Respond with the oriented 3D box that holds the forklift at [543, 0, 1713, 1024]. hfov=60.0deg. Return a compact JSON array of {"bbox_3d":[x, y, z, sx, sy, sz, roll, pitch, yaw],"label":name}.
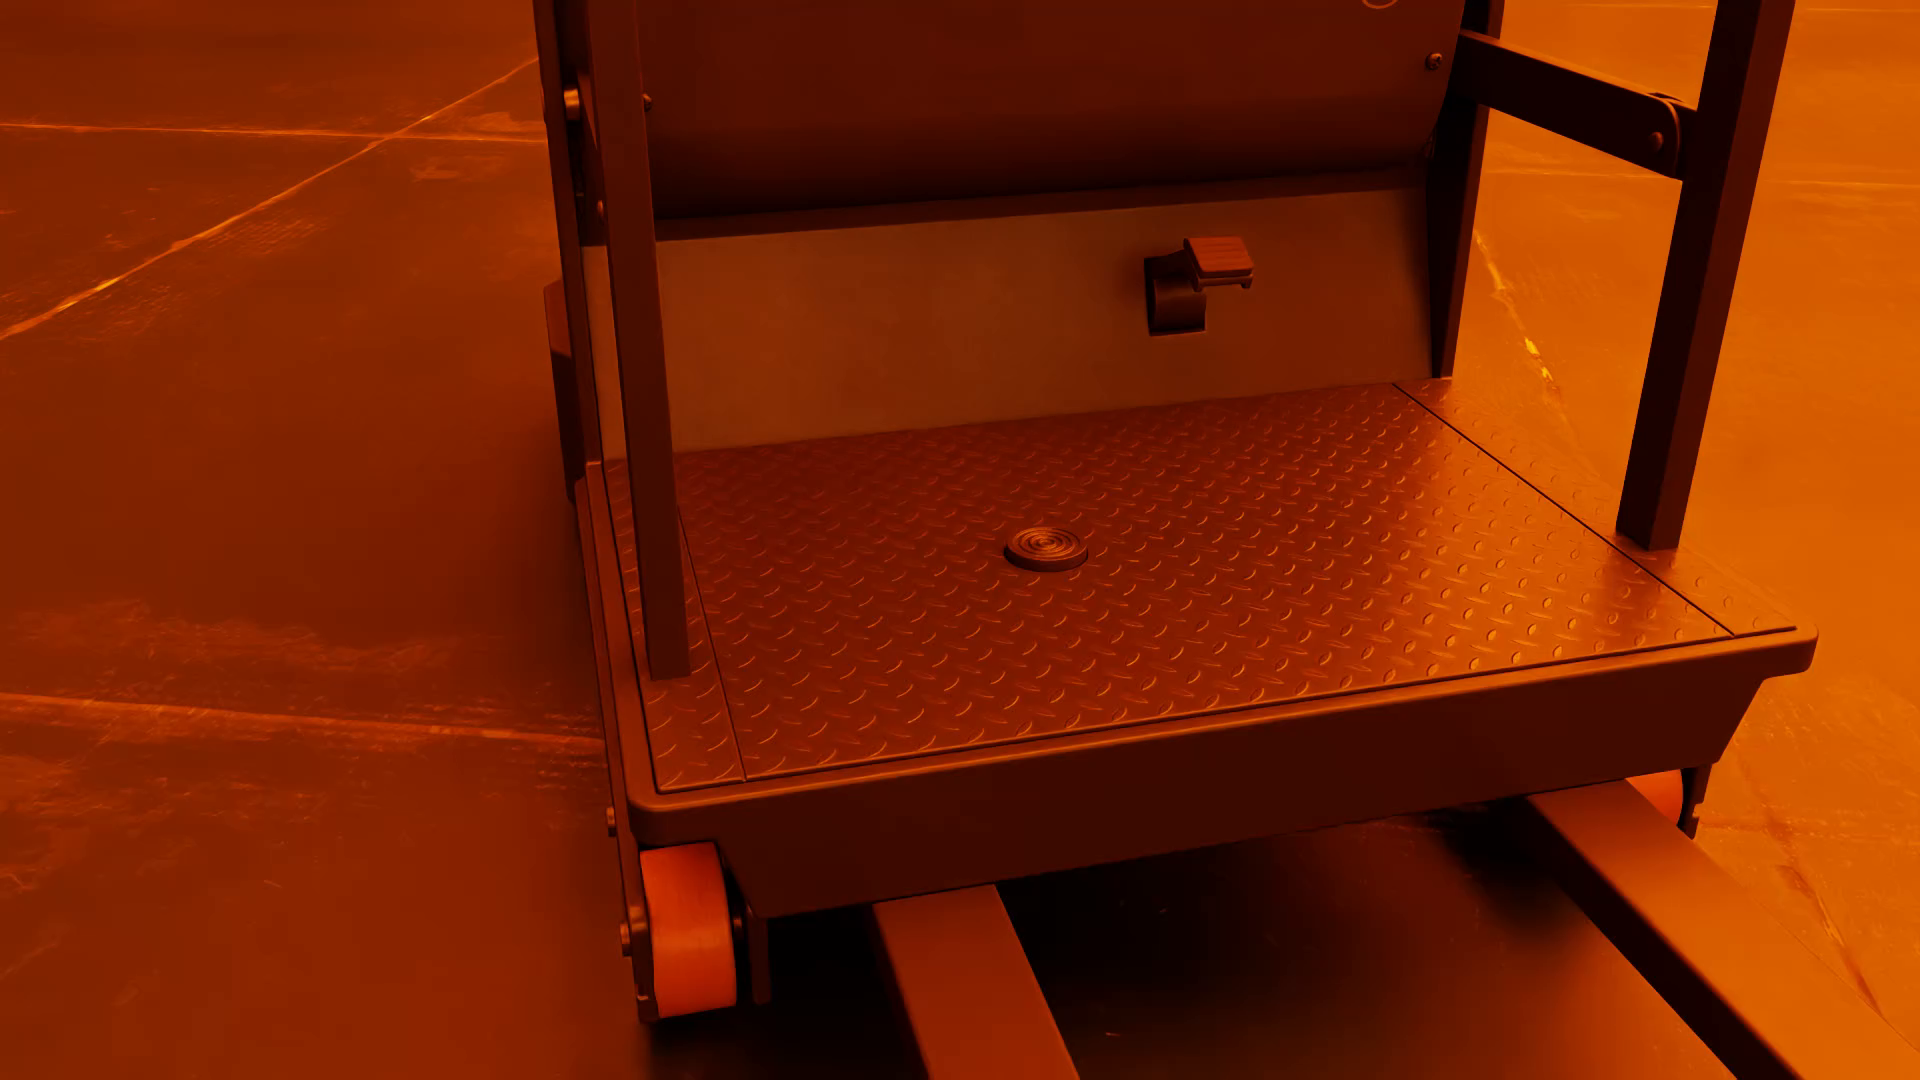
[{"bbox_3d":[0.153,-1.049,1.319,1.130,2.935,3.031,-7,27,-13],"label":"forklift"}]
